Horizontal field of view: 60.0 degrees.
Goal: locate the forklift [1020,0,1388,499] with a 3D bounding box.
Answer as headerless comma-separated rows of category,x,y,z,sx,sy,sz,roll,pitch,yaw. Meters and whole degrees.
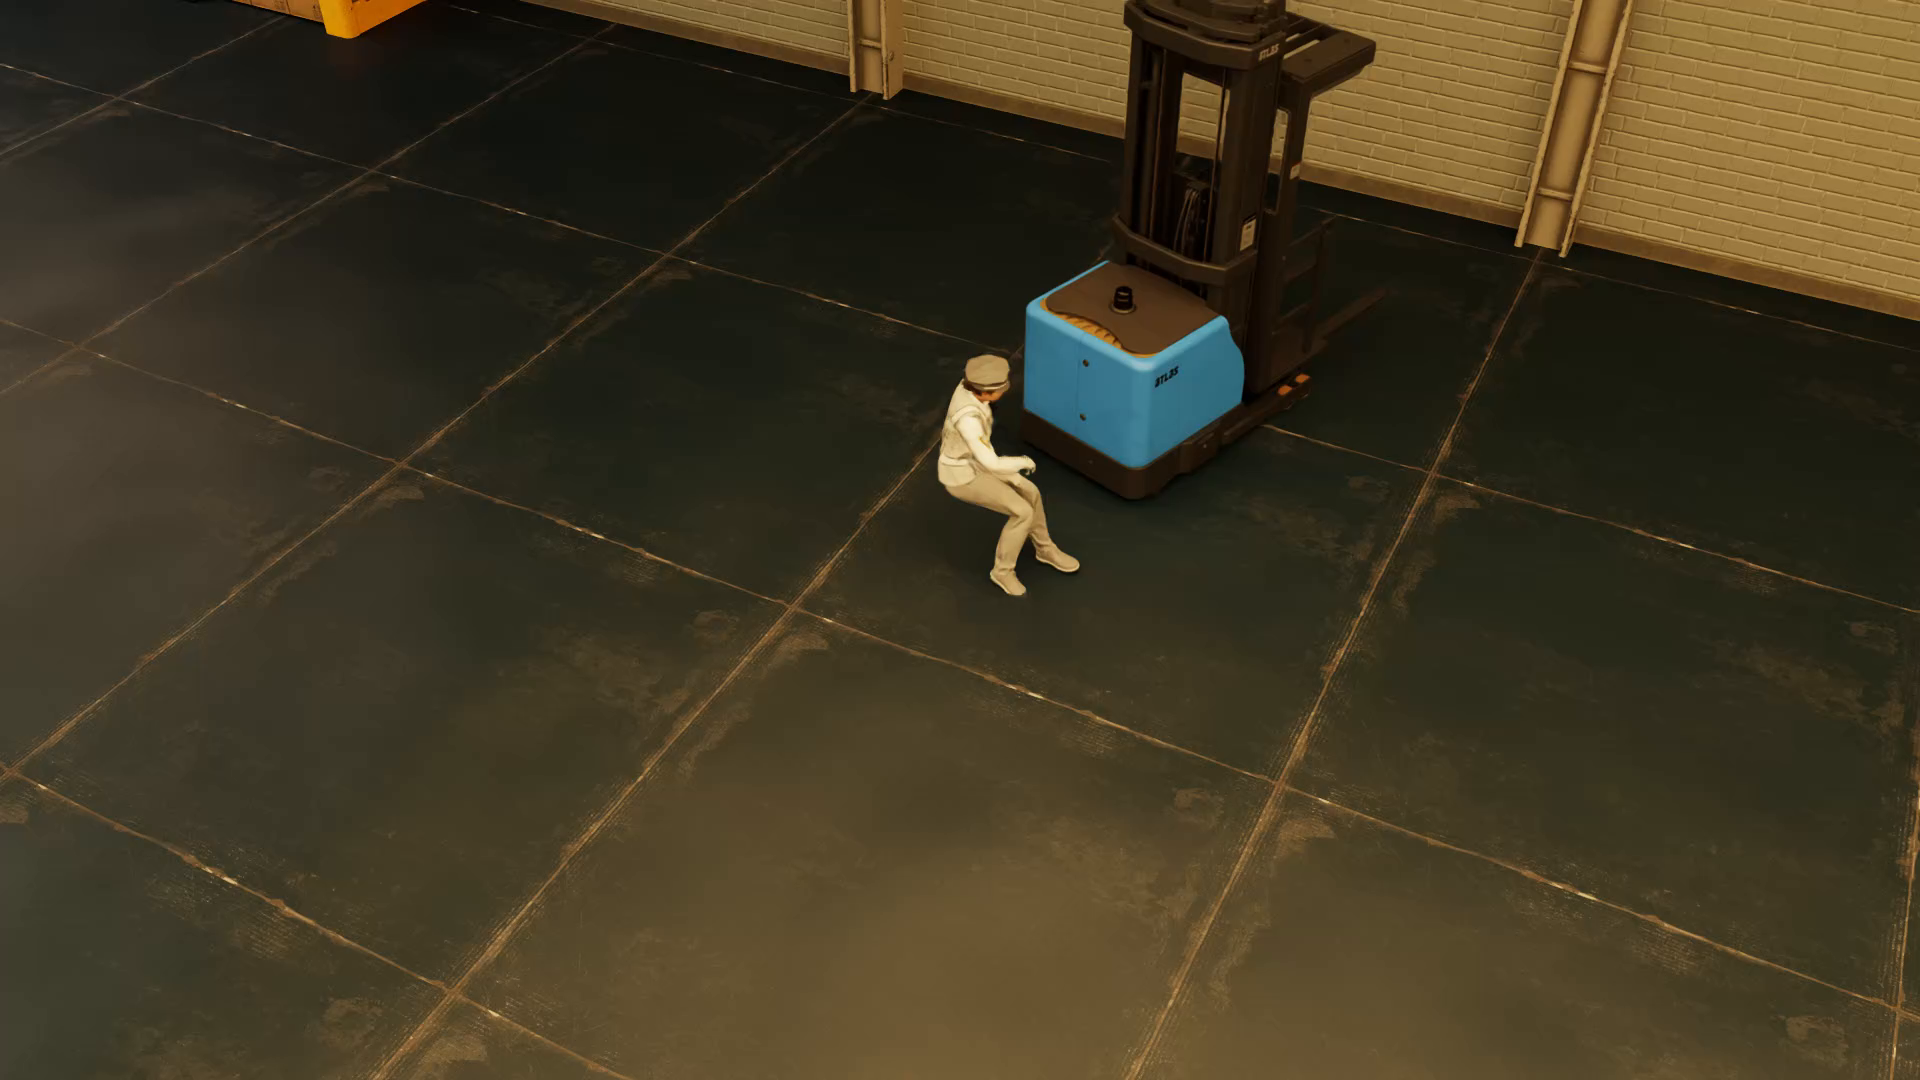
forklift,1.795,-2.219,10.621,3.031,2.935,1.130,-33,50,-33

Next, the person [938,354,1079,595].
person,0.297,-0.417,9.722,0.851,1.466,0.745,1,40,1
